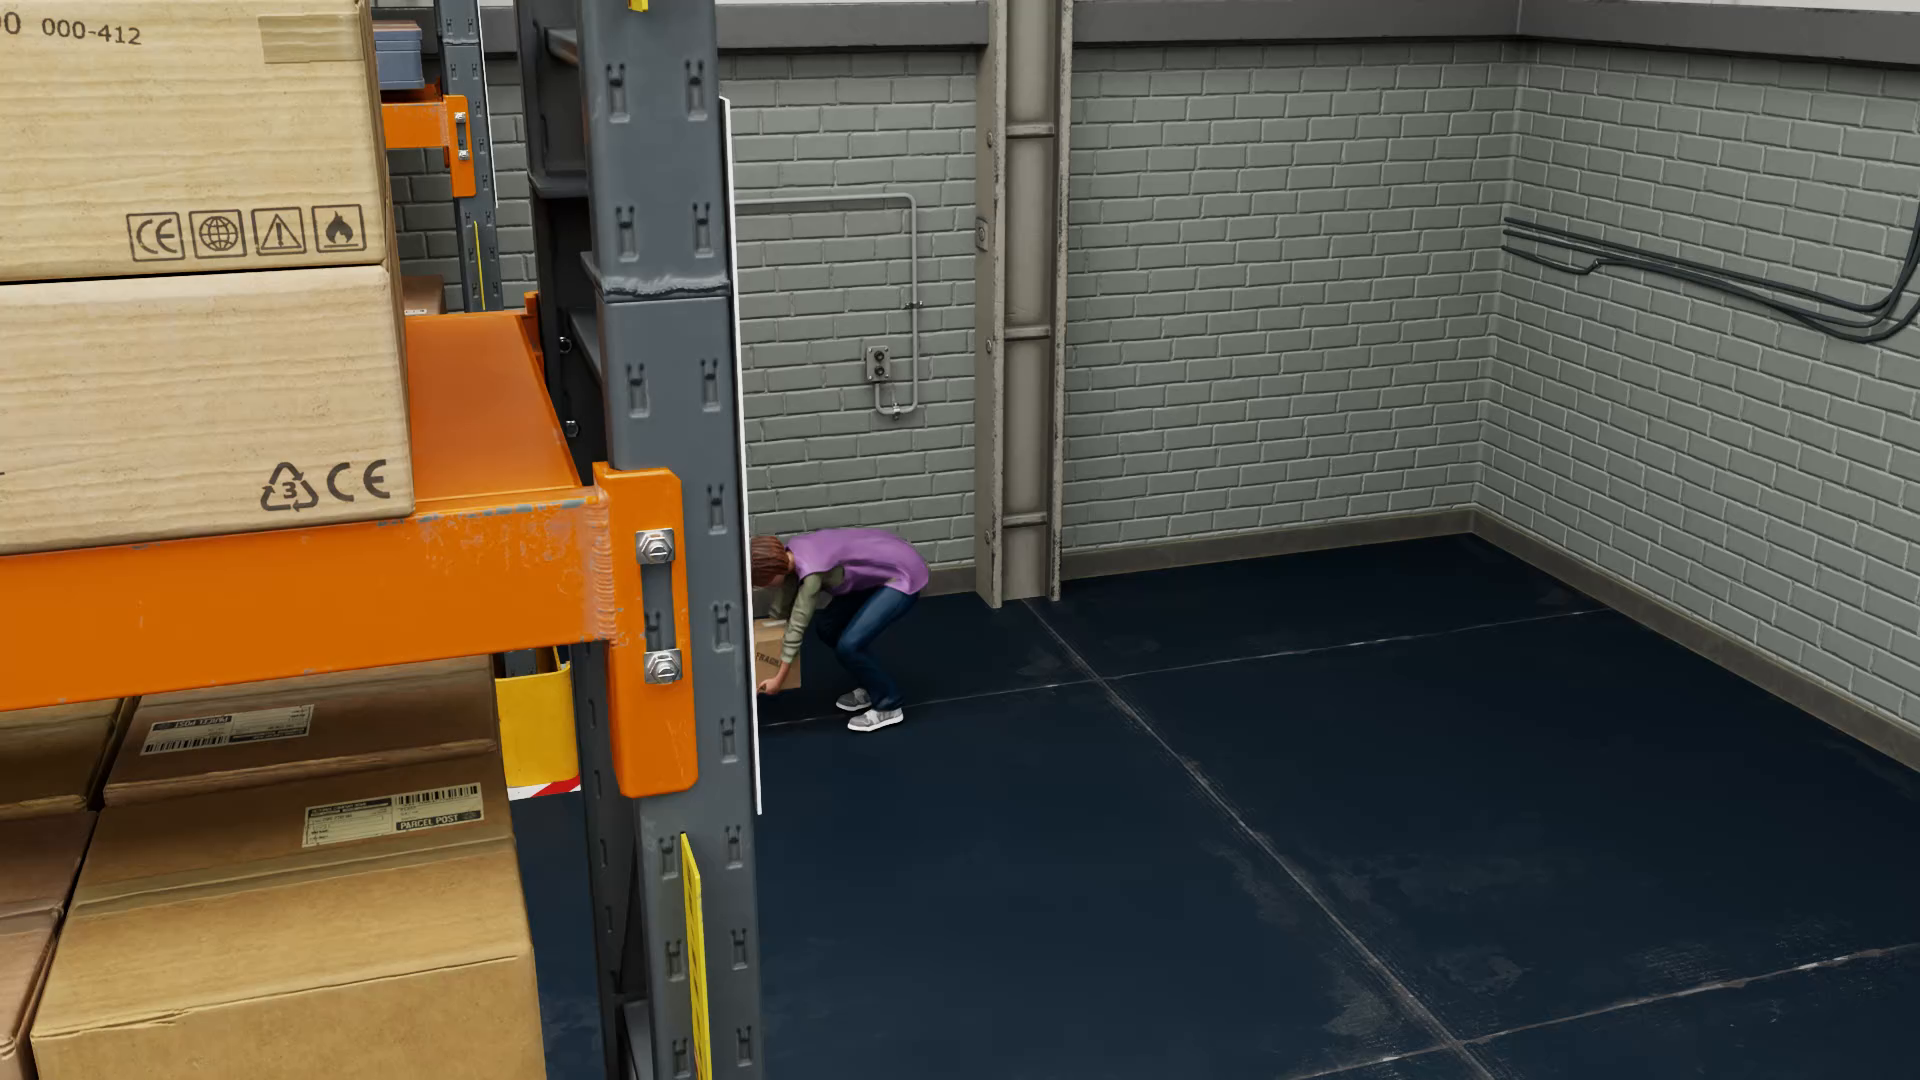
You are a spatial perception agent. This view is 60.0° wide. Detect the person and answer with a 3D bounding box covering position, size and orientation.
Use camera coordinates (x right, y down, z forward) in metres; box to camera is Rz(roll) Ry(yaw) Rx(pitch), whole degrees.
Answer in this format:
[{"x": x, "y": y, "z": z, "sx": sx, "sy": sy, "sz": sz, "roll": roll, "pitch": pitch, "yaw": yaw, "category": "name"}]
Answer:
[{"x": -0.557, "y": 0.391, "z": 7.470, "sx": 0.863, "sy": 0.937, "sz": 0.429, "roll": -7, "pitch": 21, "yaw": -20, "category": "person"}]
